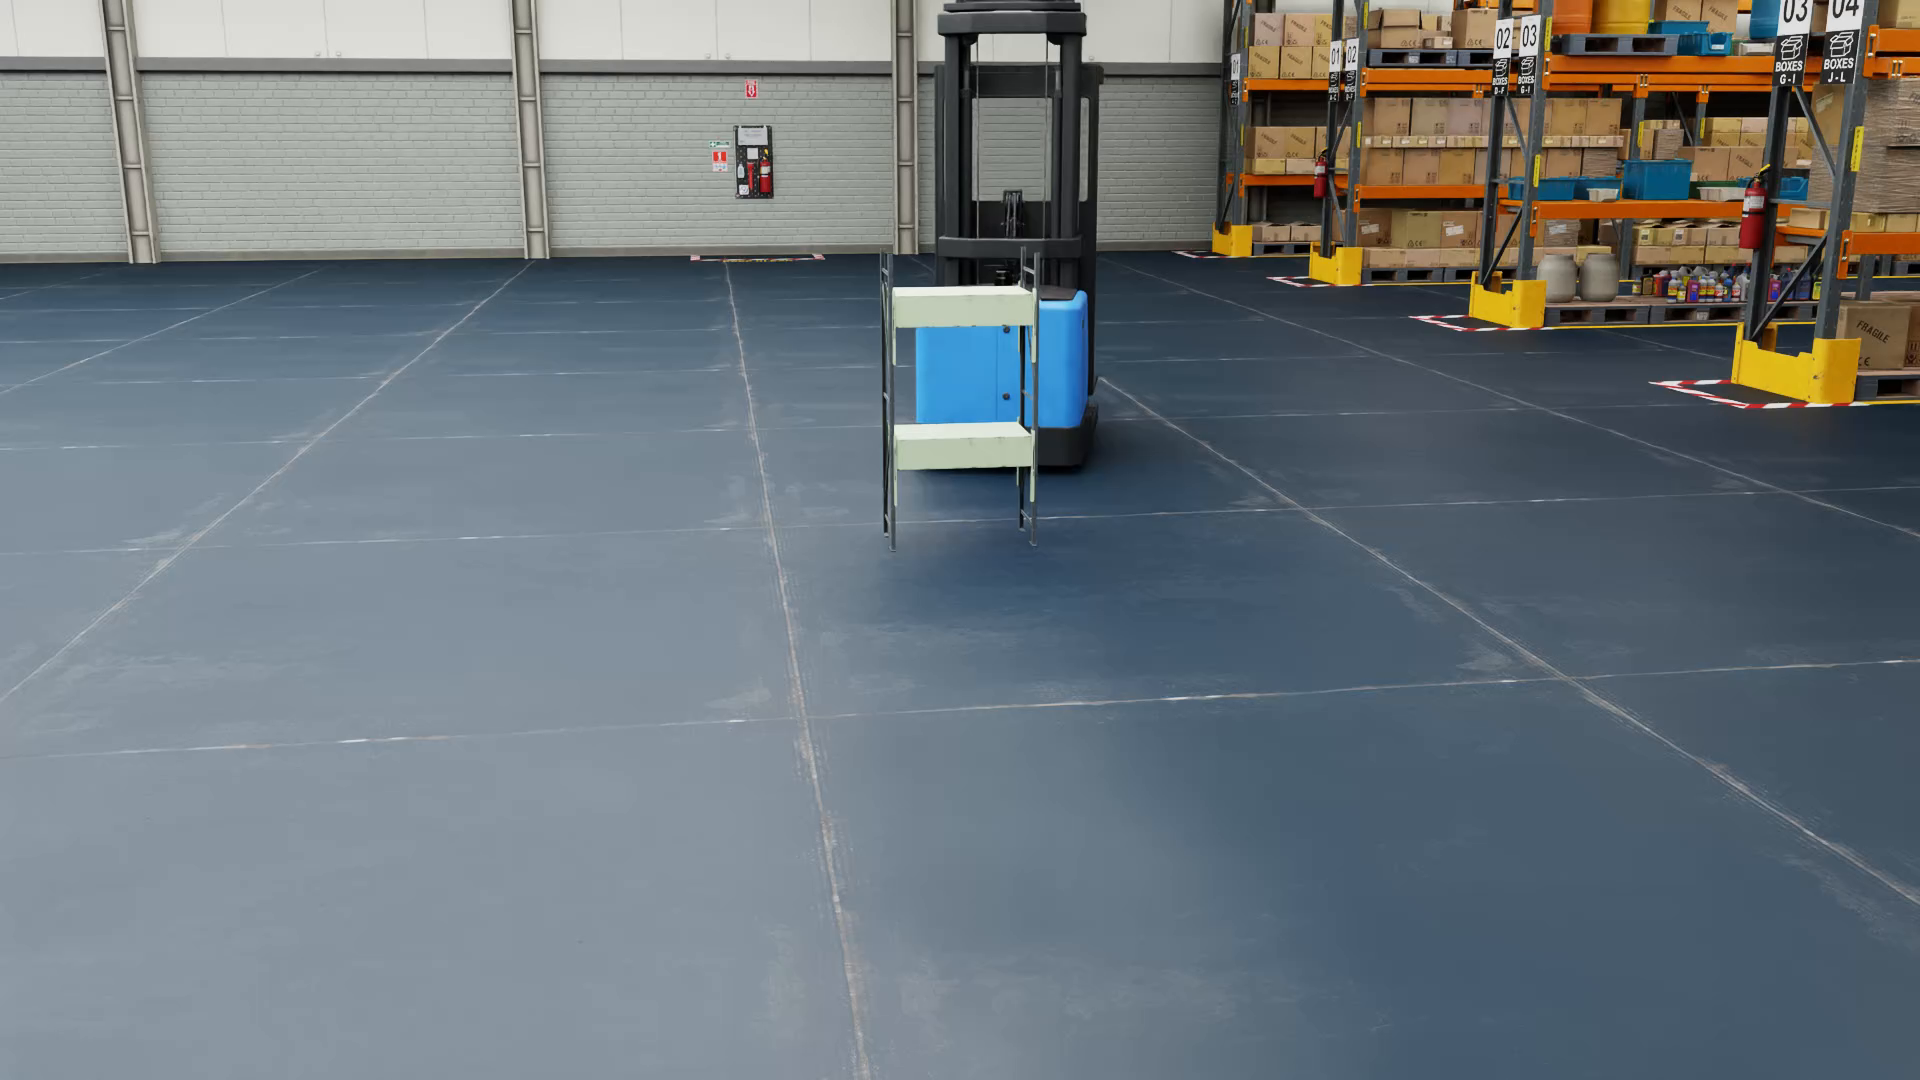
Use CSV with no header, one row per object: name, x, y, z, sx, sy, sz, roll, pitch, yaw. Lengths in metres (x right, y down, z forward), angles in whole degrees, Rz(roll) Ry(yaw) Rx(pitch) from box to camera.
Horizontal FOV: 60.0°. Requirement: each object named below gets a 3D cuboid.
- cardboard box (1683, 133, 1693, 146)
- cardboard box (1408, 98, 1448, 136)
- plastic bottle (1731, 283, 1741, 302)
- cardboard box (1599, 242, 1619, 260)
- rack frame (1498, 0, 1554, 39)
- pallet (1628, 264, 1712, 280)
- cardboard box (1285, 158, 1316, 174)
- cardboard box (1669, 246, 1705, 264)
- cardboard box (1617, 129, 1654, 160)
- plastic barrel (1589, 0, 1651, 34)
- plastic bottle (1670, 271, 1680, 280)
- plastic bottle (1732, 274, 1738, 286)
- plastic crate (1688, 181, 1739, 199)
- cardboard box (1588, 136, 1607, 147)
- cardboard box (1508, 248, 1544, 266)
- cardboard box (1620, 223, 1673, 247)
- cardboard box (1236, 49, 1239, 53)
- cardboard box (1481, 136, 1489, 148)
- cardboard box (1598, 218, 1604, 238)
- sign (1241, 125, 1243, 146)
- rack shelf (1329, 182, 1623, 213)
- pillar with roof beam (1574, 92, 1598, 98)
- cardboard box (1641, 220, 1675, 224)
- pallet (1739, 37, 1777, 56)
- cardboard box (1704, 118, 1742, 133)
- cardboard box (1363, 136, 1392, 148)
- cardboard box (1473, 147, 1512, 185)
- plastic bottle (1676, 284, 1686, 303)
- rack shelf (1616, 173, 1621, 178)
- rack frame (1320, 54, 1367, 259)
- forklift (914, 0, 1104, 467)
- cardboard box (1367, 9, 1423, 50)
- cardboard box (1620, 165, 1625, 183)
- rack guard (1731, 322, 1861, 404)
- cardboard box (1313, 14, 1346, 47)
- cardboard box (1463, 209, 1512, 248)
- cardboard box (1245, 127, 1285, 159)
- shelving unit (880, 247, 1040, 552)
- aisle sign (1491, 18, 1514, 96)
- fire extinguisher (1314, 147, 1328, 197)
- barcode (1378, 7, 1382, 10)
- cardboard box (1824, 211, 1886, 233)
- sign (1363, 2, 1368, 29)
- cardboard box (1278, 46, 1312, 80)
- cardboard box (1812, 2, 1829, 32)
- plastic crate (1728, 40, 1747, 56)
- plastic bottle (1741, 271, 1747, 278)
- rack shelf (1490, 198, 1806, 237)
cardboard box,12.798,-6.804,28.828,0.500,0.500,0.500,-2,14,-8
cardboard box,6.237,-5.754,22.625,0.500,0.500,0.700,-2,14,-10
plastic bottle,8.514,-2.722,18.258,0.097,0.201,0.097,0,14,0
cardboard box,9.524,-4.139,23.850,0.500,0.250,0.500,-2,14,-9
rack frame,5.936,-6.758,17.170,0.127,3.000,1.000,-2,14,-8
pallet,9.880,-3.868,23.712,1.213,0.211,1.003,-2,14,-8
cardboard box,5.501,-6.132,27.272,0.500,0.250,0.500,-3,14,-10
cardboard box,10.098,-4.028,23.406,0.500,0.250,0.500,-2,14,-7
cardboard box,11.359,-6.737,28.308,0.500,0.500,0.700,-3,14,-14
plastic barrel,7.044,-5.670,17.747,0.600,0.588,0.600,0,14,0
plastic bottle,8.077,-2.920,18.893,0.135,0.276,0.152,-2,14,-10
plastic bottle,8.610,-2.798,18.393,0.133,0.283,0.061,-2,14,-8
plastic crate,8.507,-3.909,18.578,0.662,0.188,0.450,-2,14,-8
cardboard box,8.675,-5.478,22.859,0.250,0.149,0.380,-2,14,-9
cardboard box,7.743,-3.948,23.087,0.500,0.250,0.500,-2,14,-8
cardboard box,9.603,-4.282,23.265,0.500,0.311,0.500,-2,14,-8
cardboard box,4.835,-7.820,27.325,0.500,0.500,0.500,-1,14,-4
cardboard box,7.142,-5.421,22.631,0.250,0.149,0.380,-2,14,-8
cardboard box,10.653,-5.468,28.592,0.500,0.500,0.700,-2,14,-9
sign,4.541,-6.521,26.776,0.005,0.325,0.100,-2,14,-8
rack shelf,7.179,-4.763,23.028,4.000,0.370,1.077,-2,14,-8
pillar with roof beam,11.598,-8.556,24.341,0.400,9.000,9.100,-2,14,-8
cardboard box,10.028,-4.431,23.859,0.500,0.311,0.500,-2,14,-7
pallet,9.192,-5.307,17.938,1.003,0.211,1.213,-2,14,-8
cardboard box,12.886,-7.043,28.238,0.500,0.250,0.500,-2,14,-7
cardboard box,5.622,-5.365,22.410,0.250,0.149,0.380,-2,14,-9
cardboard box,7.195,-5.159,22.920,0.500,0.500,0.700,-2,14,-7
plastic bottle,7.877,-2.699,18.164,0.097,0.201,0.097,0,14,0
rack shelf,10.393,-6.100,28.356,4.000,0.370,1.077,-2,14,-8
rack frame,5.201,-5.040,22.651,0.127,3.000,1.000,-2,14,-8
forklift,0.404,-2.183,11.401,1.130,2.935,3.031,2,14,7
cardboard box,5.770,-6.836,22.284,0.637,0.503,0.797,-1,14,-4
cardboard box,9.637,-5.140,23.360,0.500,0.250,0.500,-1,14,-5
rack guard,6.749,-1.447,13.464,0.348,0.500,1.175,-2,14,-8
cardboard box,5.886,-8.212,26.832,0.500,0.500,0.500,-2,14,-7
cardboard box,7.249,-4.293,22.922,0.500,0.500,0.500,-2,14,-8
cardboard box,4.977,-6.477,27.107,0.500,0.500,0.500,-2,14,-8
shelving unit,-0.007,-0.727,8.538,0.755,1.500,0.431,-2,14,-8
aisle sign,5.820,-5.178,17.858,0.004,0.787,0.394,-2,14,-8
fire extinguisher,5.015,-5.110,23.089,0.183,0.674,0.296,-2,14,-8
barcode,6.977,-8.806,27.595,0.075,0.075,0.001,-2,14,-8
cardboard box,6.991,-2.488,12.992,0.250,0.149,0.380,-2,14,-8
sign,5.278,-6.823,21.637,0.005,0.325,0.100,-2,14,-8
cardboard box,5.364,-7.707,26.874,0.500,0.500,0.500,-1,14,-5
cardboard box,7.113,-4.117,13.116,0.500,0.250,0.500,-2,14,-7
plastic crate,8.290,-5.354,18.172,0.450,0.188,0.336,-2,14,-8
plastic bottle,8.906,-2.919,18.901,0.097,0.271,0.097,0,14,0
rack shelf,7.913,-3.572,18.276,4.000,0.370,1.077,-2,14,-8
